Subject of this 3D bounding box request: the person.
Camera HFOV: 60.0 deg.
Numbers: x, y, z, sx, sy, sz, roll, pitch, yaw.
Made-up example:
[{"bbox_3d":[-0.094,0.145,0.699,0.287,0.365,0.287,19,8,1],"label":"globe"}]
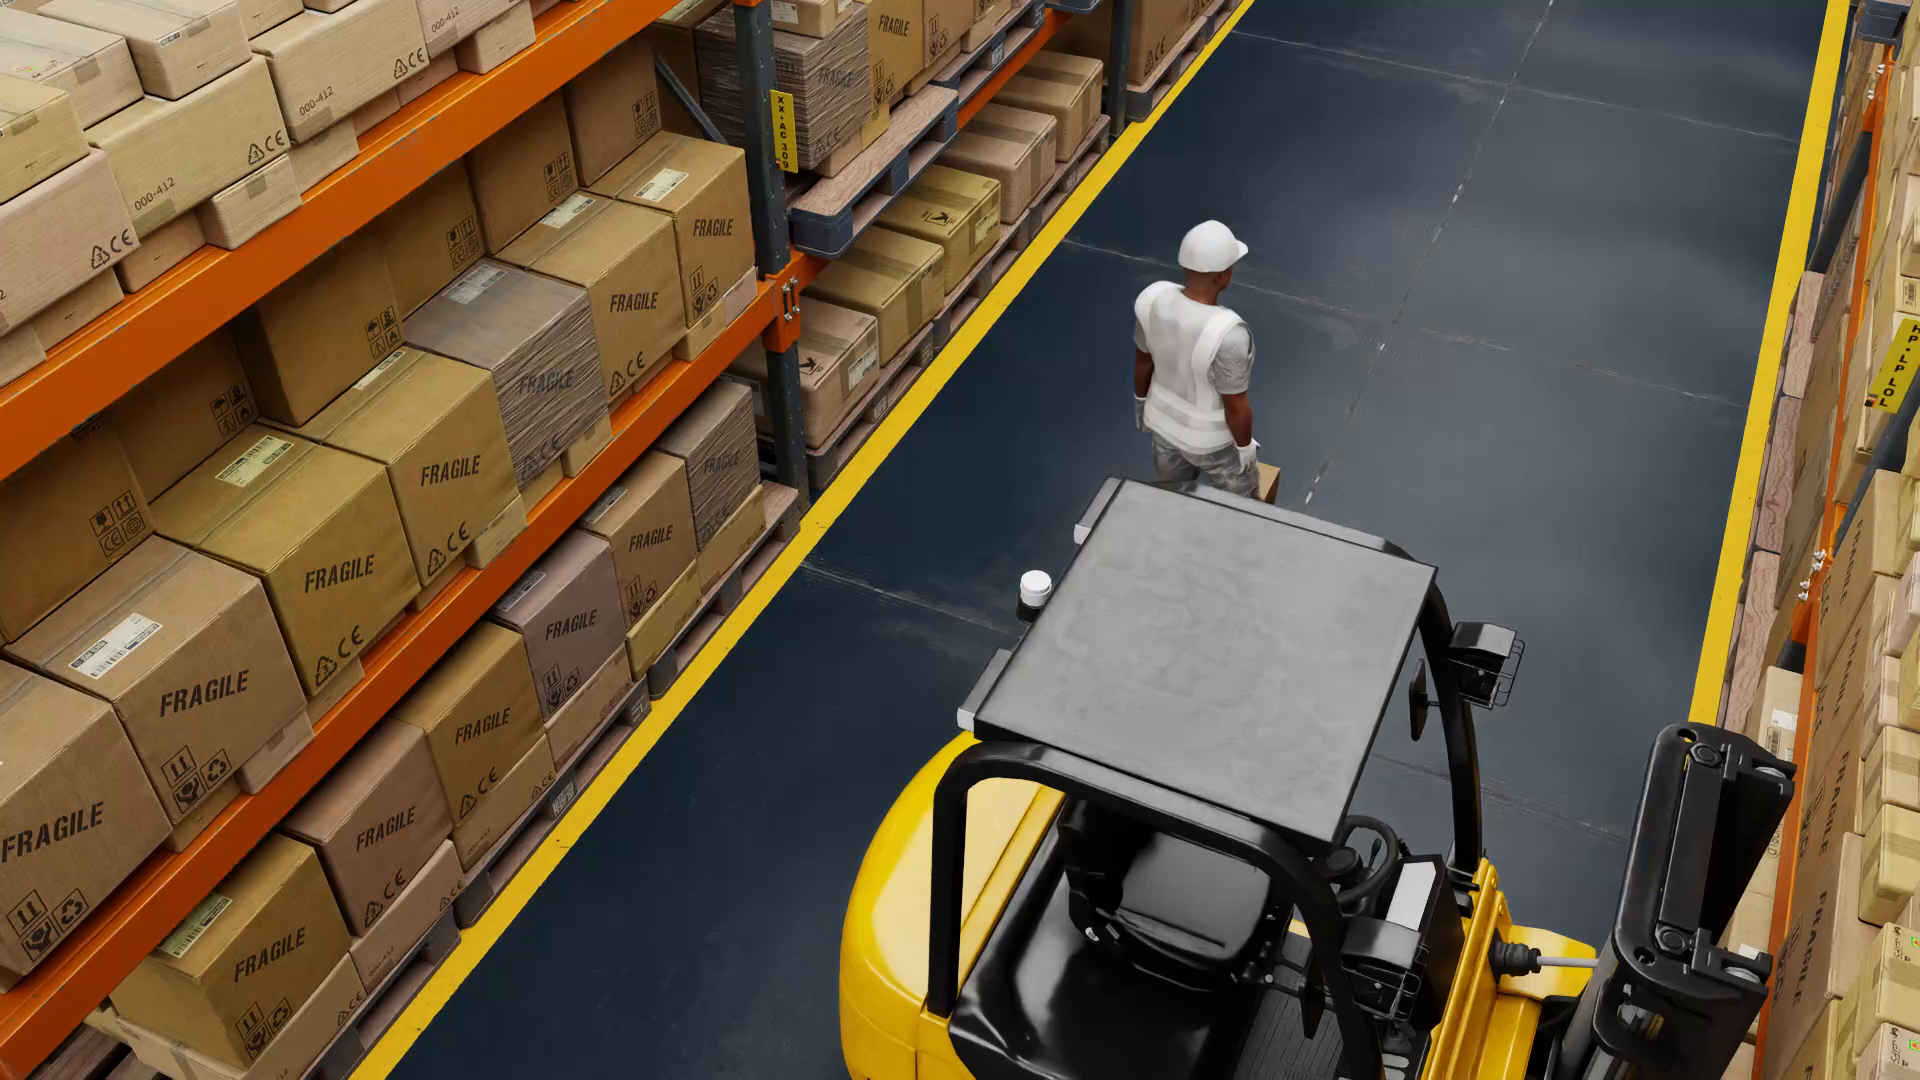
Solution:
[{"bbox_3d":[0.958,-0.469,6.671,0.404,1.811,0.576,-29,49,-28],"label":"person"}]
